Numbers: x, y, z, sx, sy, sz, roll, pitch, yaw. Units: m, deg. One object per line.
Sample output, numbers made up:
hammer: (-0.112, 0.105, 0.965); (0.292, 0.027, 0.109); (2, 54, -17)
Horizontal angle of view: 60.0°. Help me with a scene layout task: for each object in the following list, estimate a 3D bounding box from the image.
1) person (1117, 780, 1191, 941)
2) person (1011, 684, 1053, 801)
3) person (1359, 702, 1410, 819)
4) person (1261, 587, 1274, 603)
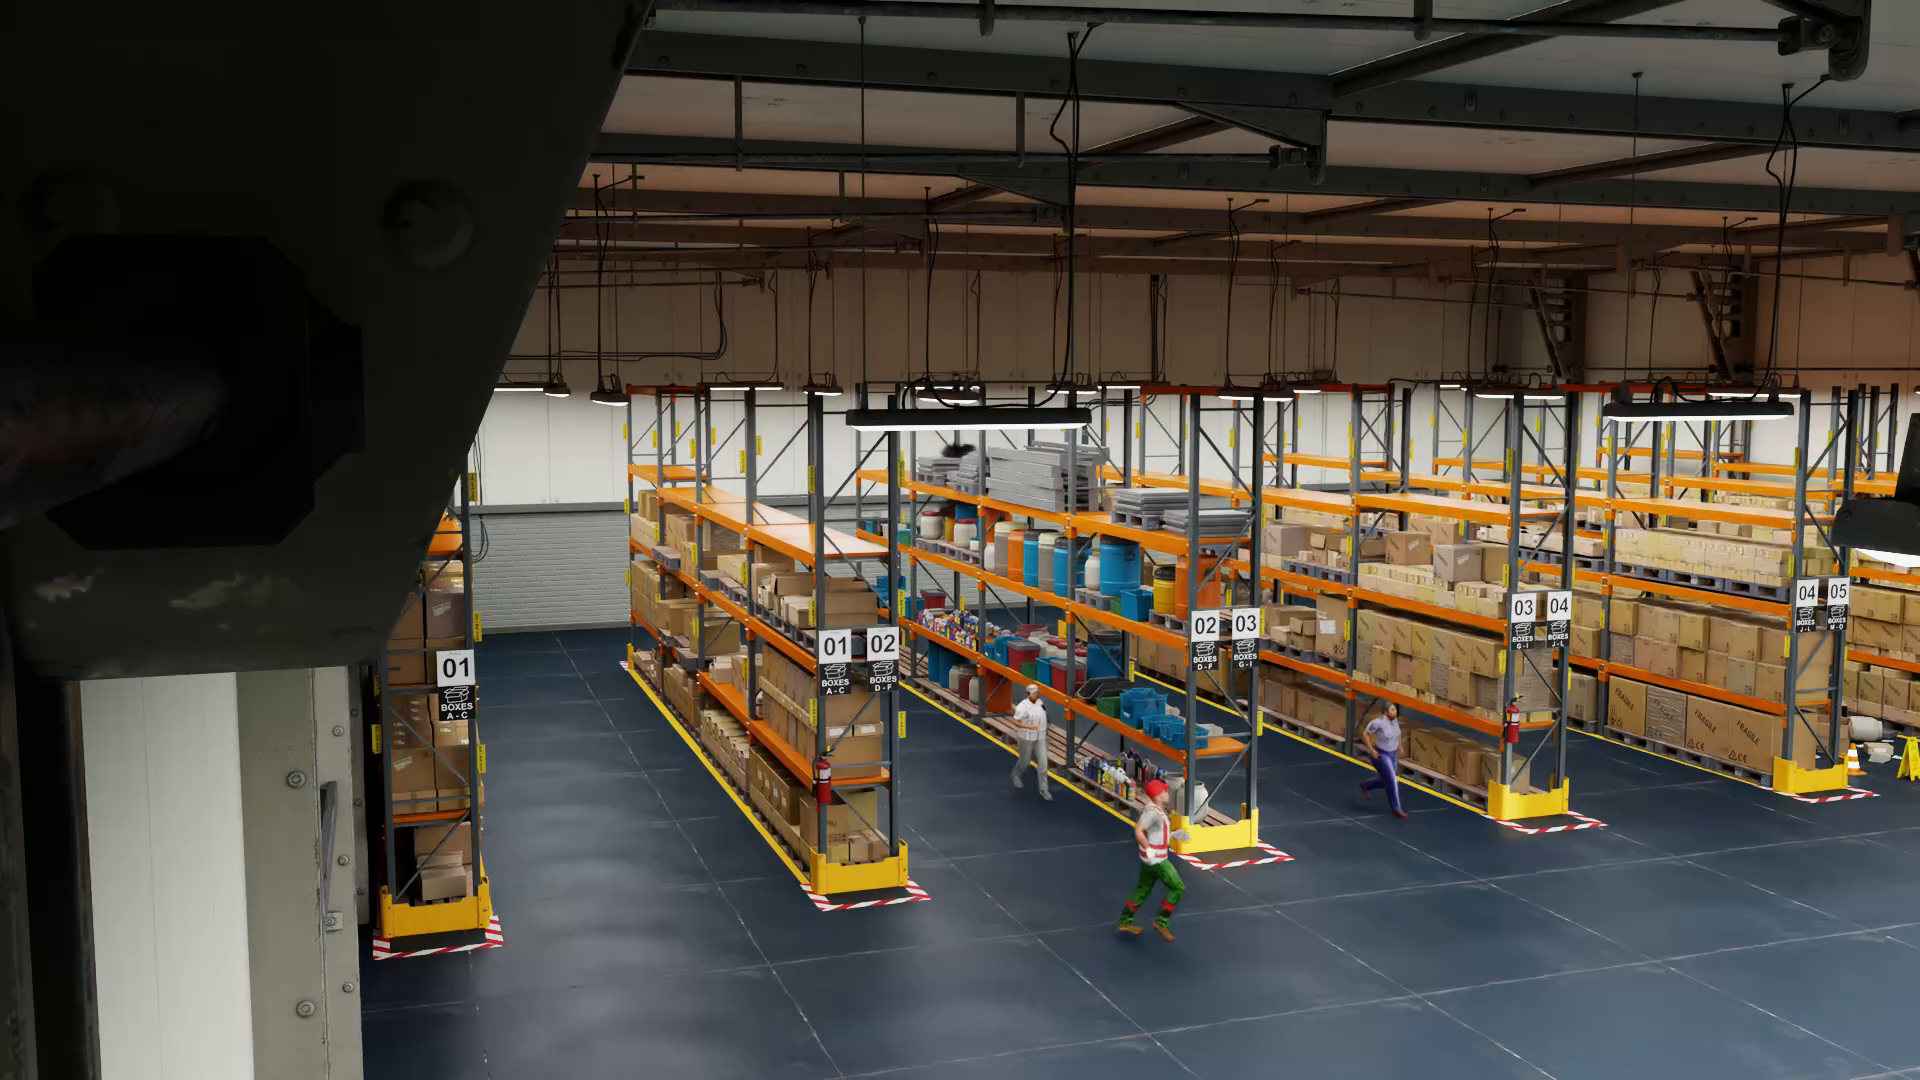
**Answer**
person: (2.155, 3.547, 18.370); (0.819, 1.800, 0.690); (0, 6, 1)
person: (1.049, 2.953, 24.615); (0.610, 1.675, 0.937); (-3, 7, -27)
person: (6.017, 3.096, 23.661); (0.630, 1.644, 0.895); (-4, 7, -37)
person: (7.636, 1.209, 41.320); (0.875, 1.781, 0.656); (-2, 6, -21)
